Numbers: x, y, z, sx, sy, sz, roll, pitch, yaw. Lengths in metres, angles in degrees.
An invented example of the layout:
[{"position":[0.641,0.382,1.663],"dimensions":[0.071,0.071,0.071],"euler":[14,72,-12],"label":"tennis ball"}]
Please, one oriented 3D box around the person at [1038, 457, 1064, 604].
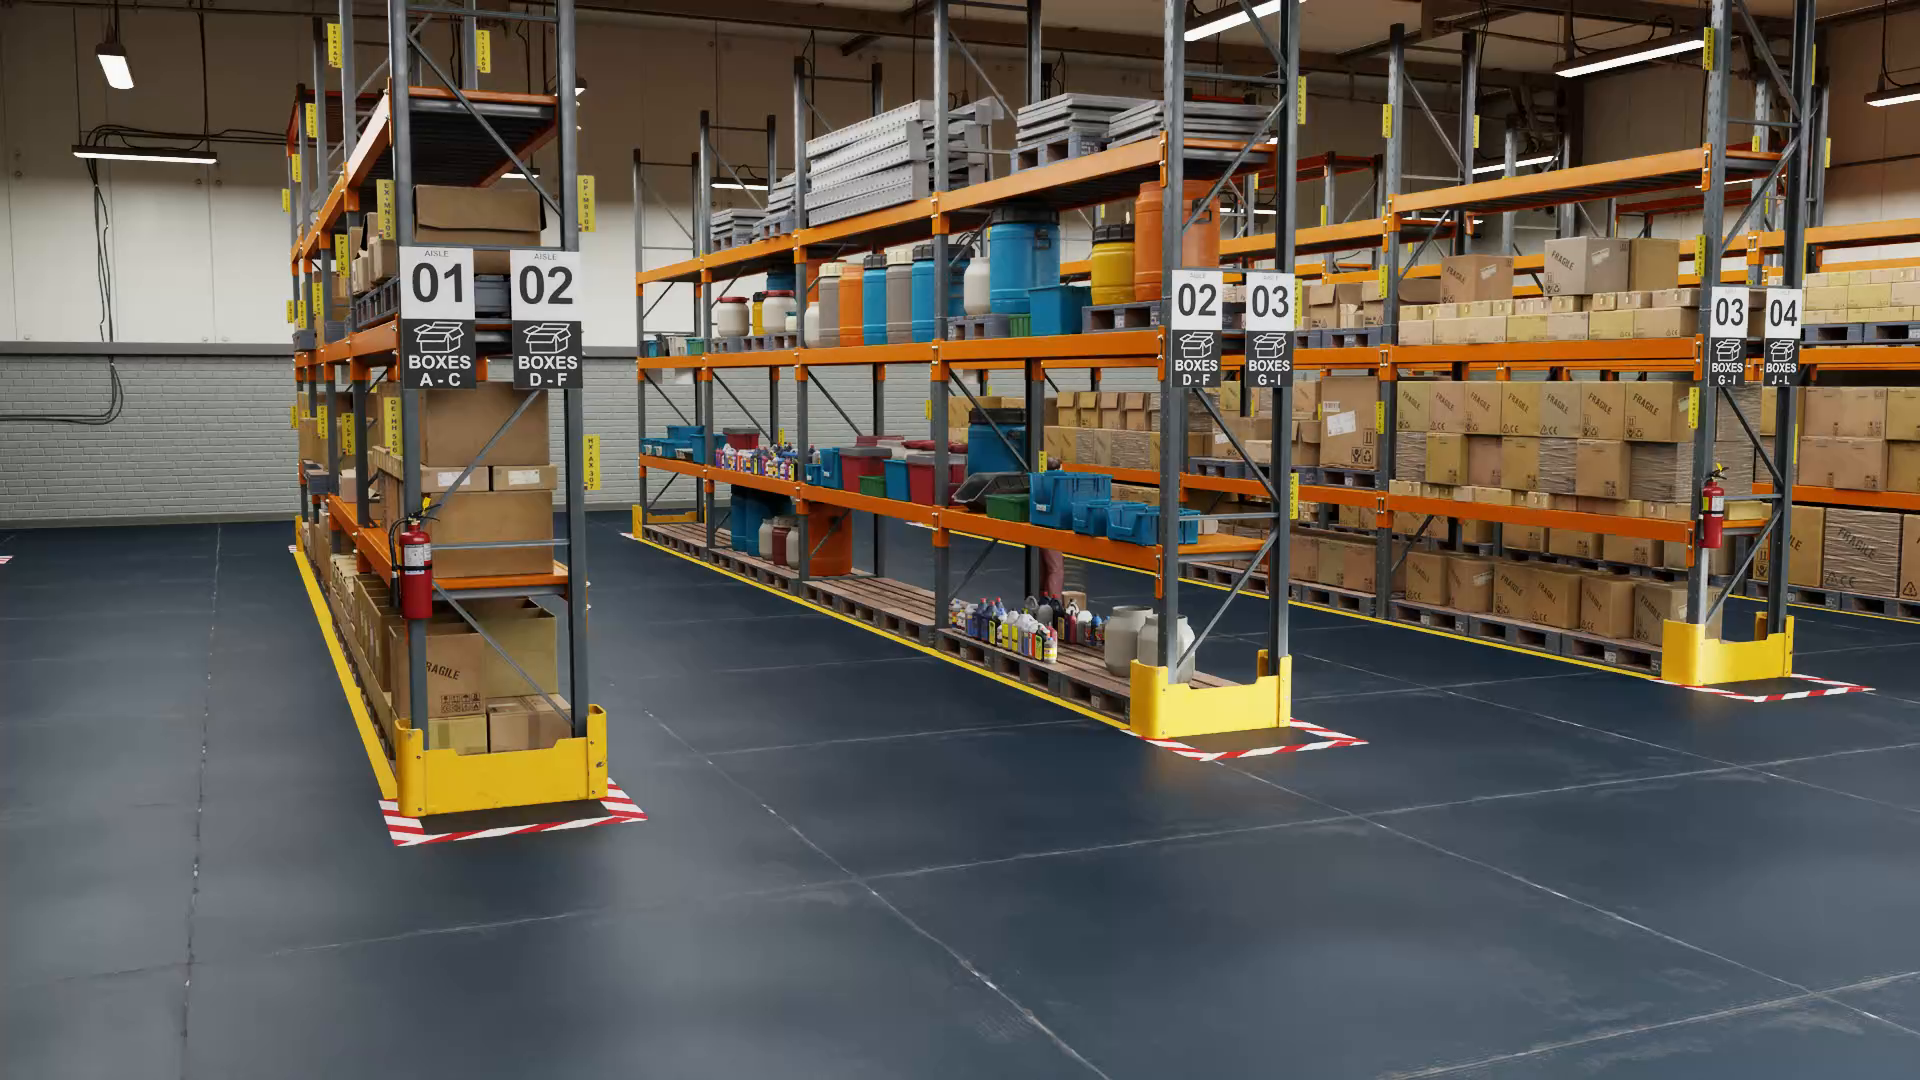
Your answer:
[{"position":[0.924,-0.022,17.200],"dimensions":[0.354,1.673,0.514],"euler":[-3,6,-26],"label":"person"}]
